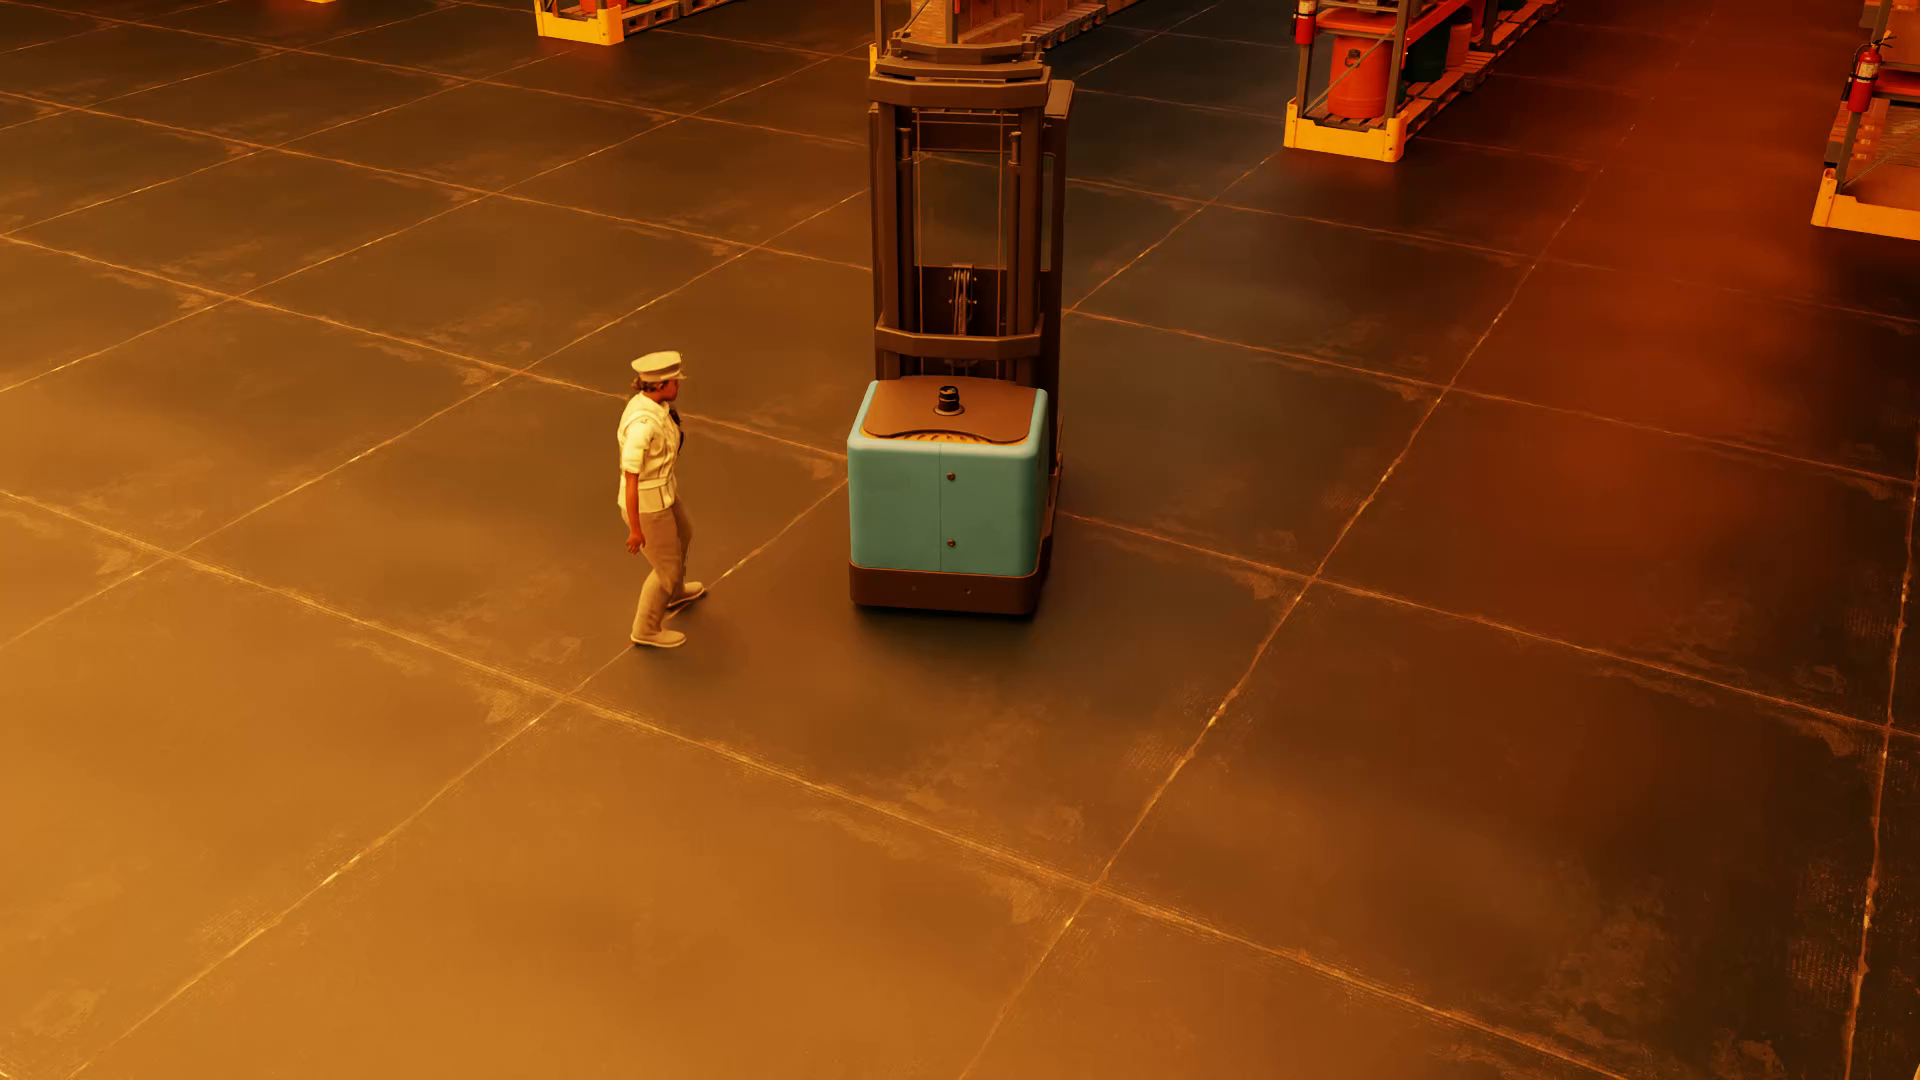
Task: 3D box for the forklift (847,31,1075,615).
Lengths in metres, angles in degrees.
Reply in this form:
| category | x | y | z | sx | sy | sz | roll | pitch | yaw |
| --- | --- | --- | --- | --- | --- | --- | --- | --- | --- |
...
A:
| category | x | y | z | sx | sy | sz | roll | pitch | yaw |
| --- | --- | --- | --- | --- | --- | --- | --- | --- | --- |
| forklift | 0.072 | -1.572 | 9.794 | 1.130 | 2.935 | 3.031 | 3 | 30 | 6 |

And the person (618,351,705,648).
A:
| category | x | y | z | sx | sy | sz | roll | pitch | yaw |
| --- | --- | --- | --- | --- | --- | --- | --- | --- | --- |
| person | -1.595 | -0.221 | 8.770 | 0.397 | 1.632 | 0.788 | -2 | 30 | -3 |
